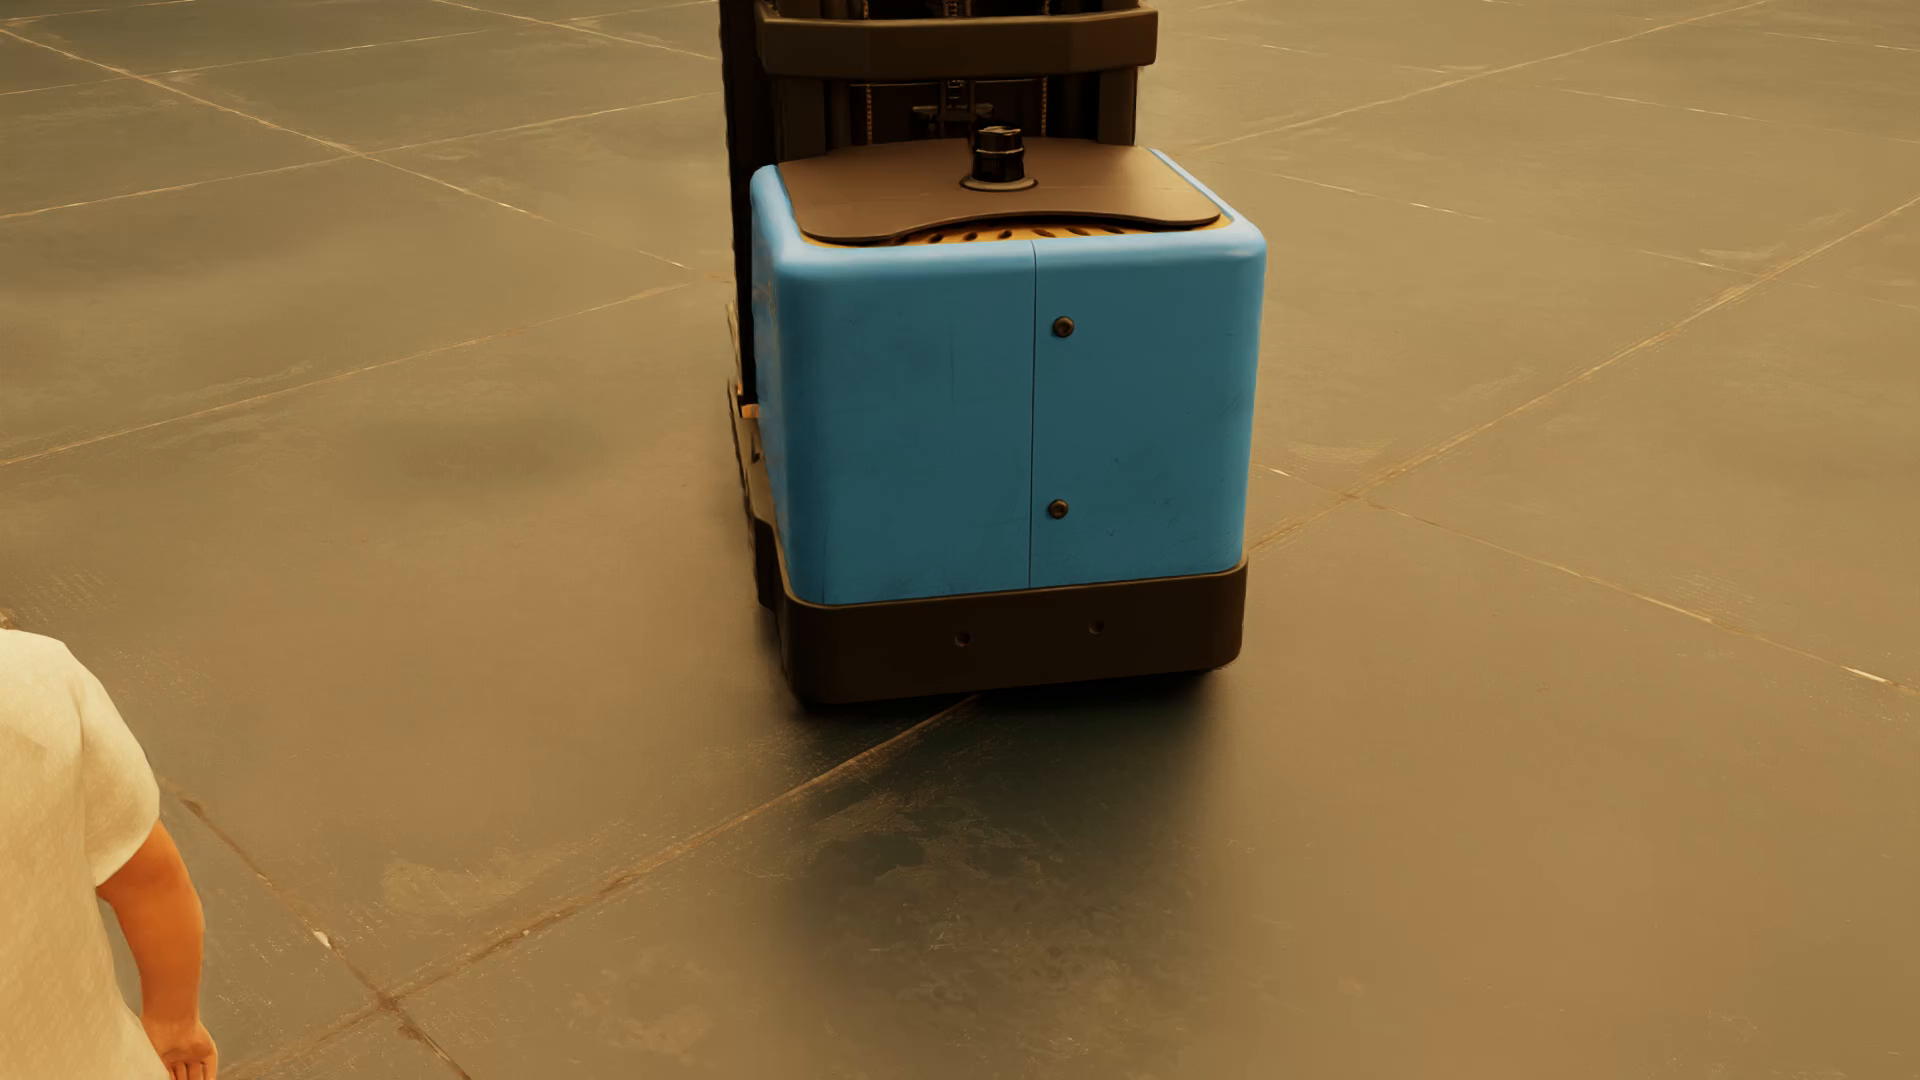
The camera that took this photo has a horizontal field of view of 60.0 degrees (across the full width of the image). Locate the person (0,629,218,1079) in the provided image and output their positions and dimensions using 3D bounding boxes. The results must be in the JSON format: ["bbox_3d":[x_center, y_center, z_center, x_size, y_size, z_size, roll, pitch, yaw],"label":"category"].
[{"bbox_3d":[-0.845,0.607,1.409,0.420,1.670,0.575,2,26,5],"label":"person"}]

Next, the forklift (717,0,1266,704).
[{"bbox_3d":[-0.119,-1.581,4.437,1.130,2.935,3.031,-5,26,-9],"label":"forklift"}]
